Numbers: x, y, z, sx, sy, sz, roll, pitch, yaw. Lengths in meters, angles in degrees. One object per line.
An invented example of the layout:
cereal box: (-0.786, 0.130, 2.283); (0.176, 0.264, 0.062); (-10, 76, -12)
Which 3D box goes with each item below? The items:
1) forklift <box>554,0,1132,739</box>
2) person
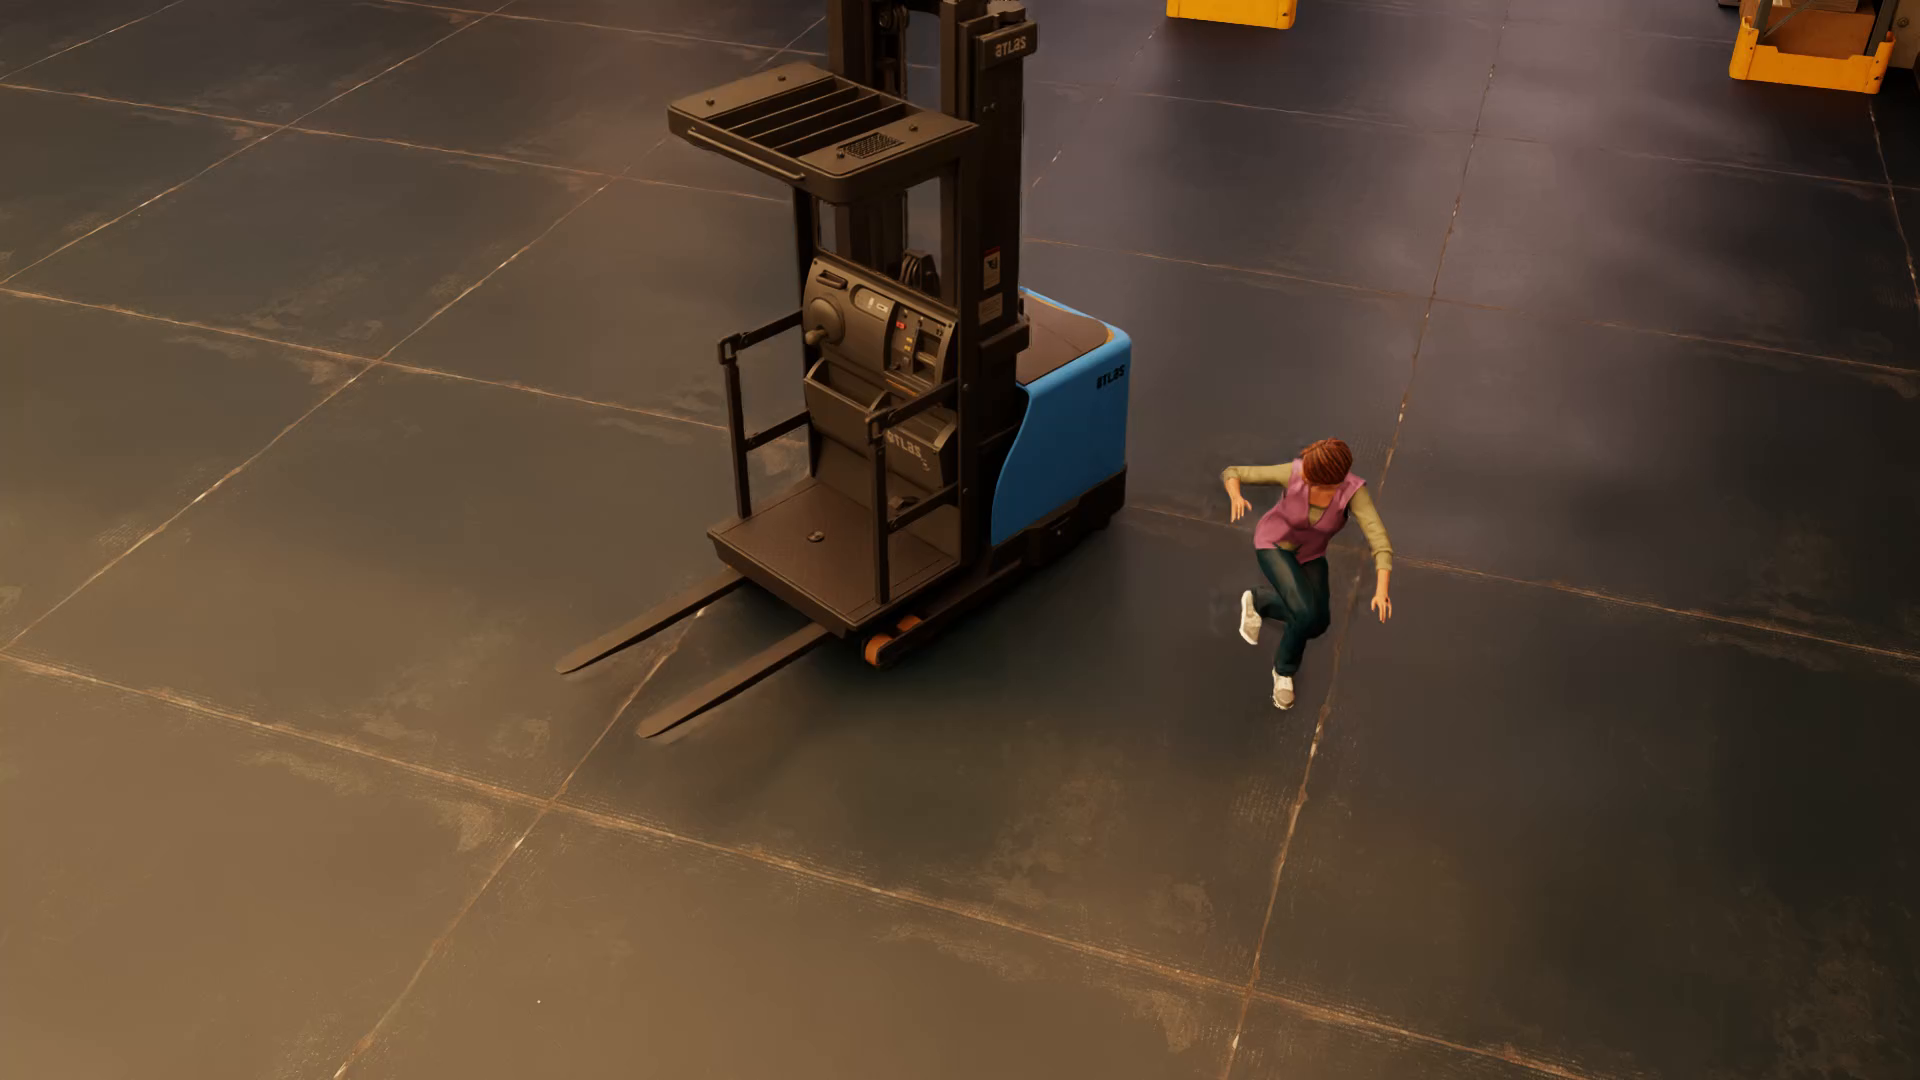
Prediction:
forklift: (-0.521, -0.929, 7.421); (1.130, 2.935, 3.031); (30, 45, 35)
person: (1.468, 0.169, 7.281); (0.674, 1.326, 0.988); (-6, 36, -9)
